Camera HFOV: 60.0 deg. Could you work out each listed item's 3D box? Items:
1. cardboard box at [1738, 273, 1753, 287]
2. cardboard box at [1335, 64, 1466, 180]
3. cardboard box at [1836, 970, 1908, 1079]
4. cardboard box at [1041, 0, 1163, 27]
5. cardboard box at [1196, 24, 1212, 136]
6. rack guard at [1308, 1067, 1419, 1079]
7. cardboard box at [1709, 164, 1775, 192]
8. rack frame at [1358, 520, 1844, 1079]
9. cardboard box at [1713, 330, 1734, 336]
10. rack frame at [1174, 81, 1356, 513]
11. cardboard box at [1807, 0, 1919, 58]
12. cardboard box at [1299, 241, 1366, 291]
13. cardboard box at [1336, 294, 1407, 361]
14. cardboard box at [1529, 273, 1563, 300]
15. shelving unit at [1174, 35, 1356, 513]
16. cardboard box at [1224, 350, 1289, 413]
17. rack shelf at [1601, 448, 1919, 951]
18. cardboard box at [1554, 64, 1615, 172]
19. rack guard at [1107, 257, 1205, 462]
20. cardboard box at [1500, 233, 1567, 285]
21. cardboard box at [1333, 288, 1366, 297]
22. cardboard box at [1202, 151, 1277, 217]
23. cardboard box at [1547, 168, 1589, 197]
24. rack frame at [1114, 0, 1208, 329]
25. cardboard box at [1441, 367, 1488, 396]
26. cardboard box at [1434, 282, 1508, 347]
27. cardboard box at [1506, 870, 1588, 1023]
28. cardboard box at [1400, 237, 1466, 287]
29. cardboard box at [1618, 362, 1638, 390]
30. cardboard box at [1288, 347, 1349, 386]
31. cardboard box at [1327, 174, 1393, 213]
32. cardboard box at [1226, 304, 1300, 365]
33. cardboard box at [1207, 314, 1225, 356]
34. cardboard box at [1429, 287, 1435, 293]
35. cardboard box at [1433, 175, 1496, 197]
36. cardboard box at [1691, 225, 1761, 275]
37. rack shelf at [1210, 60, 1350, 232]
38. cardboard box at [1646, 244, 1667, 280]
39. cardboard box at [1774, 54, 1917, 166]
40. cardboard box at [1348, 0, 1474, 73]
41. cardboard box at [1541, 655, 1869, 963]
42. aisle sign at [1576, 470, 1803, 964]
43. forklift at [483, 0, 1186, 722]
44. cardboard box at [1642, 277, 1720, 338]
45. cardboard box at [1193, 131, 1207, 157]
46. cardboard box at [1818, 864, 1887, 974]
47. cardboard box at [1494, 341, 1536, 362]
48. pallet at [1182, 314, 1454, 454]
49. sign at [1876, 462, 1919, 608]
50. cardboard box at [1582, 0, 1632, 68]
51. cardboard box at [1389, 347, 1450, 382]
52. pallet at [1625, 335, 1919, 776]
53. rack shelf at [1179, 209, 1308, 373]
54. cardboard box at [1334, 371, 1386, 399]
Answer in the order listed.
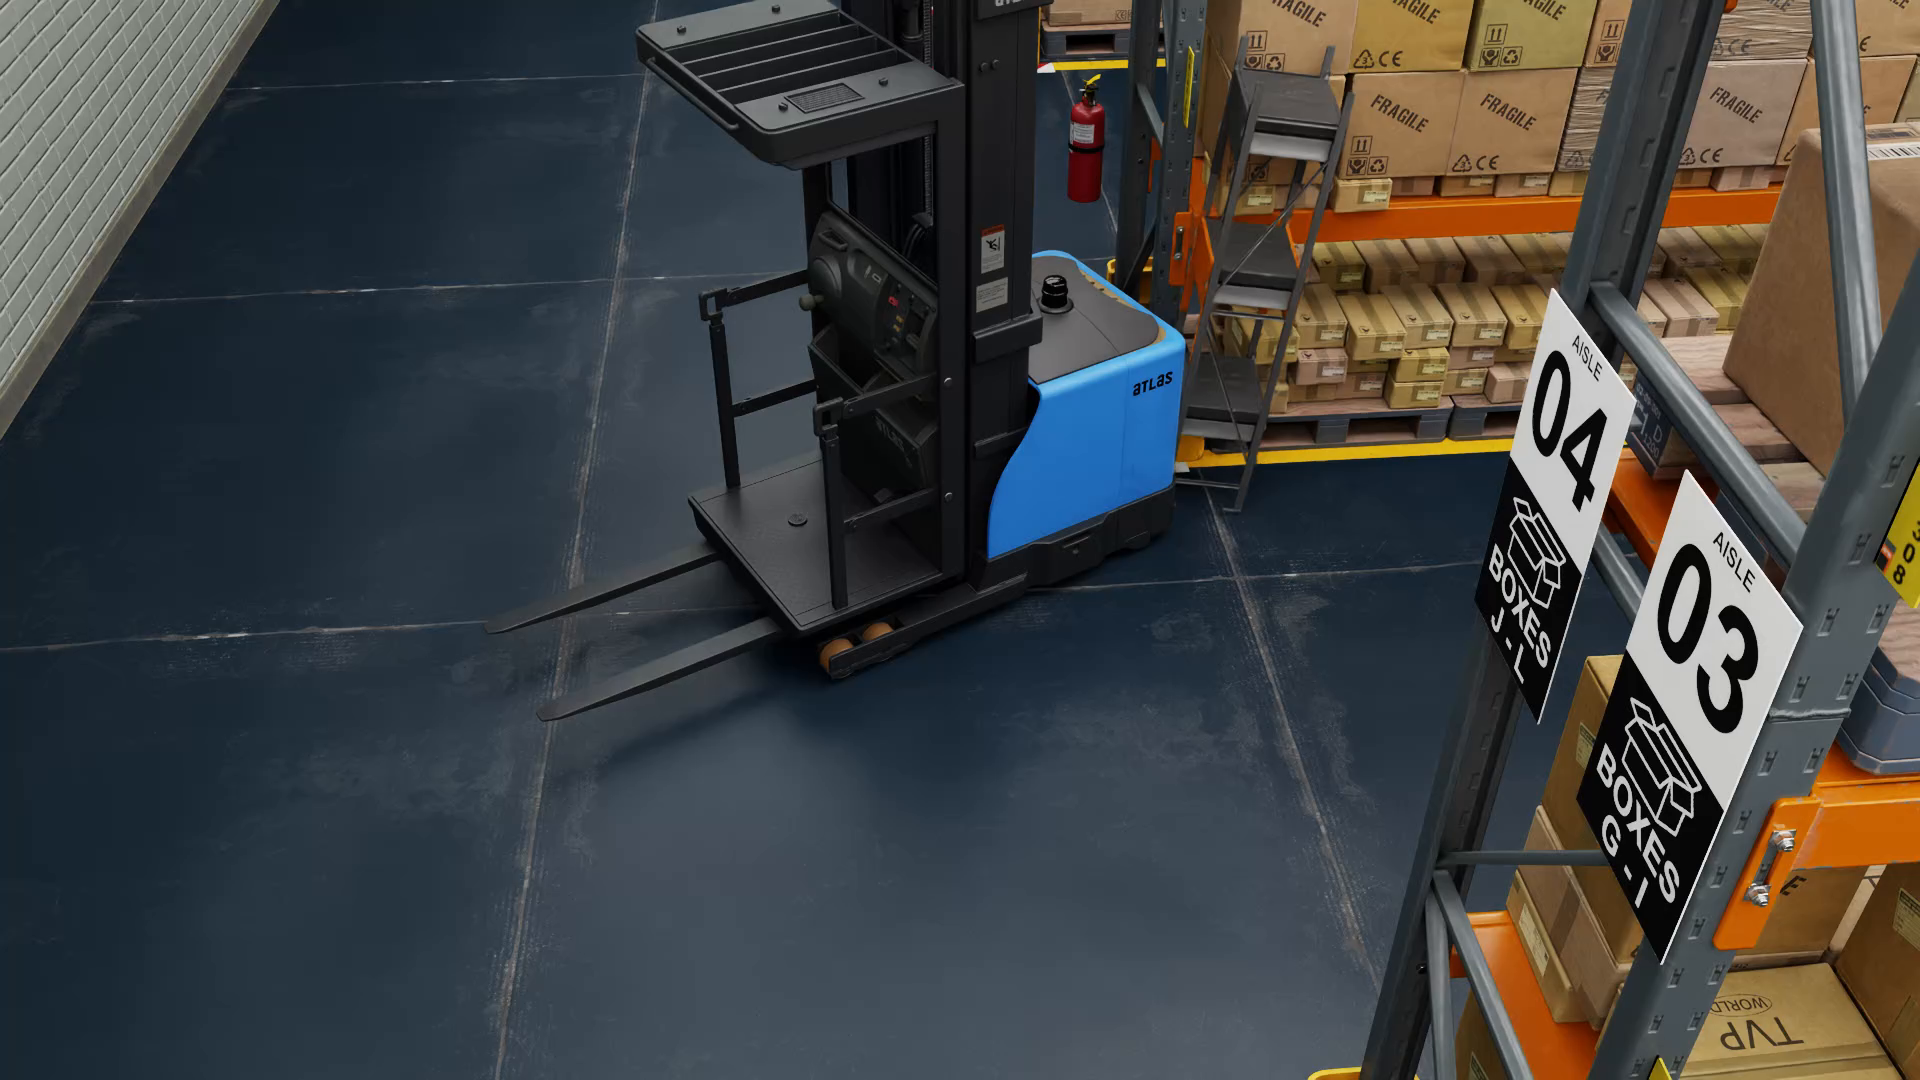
[{"bbox_3d":[4.076,-1.181,8.308,0.250,0.149,0.380,-3,38,-4],"label":"cardboard box"},{"bbox_3d":[1.924,-1.975,7.510,0.500,0.500,0.500,-3,38,-4],"label":"cardboard box"},{"bbox_3d":[2.279,1.196,3.693,0.500,0.250,0.500,-4,38,-5],"label":"cardboard box"},{"bbox_3d":[1.031,-4.225,12.413,0.875,0.438,0.875,-4,38,-6],"label":"cardboard box"},{"bbox_3d":[1.346,-2.259,7.870,0.500,0.500,0.500,-2,38,-3],"label":"cardboard box"},{"bbox_3d":[1.236,2.129,4.648,0.348,0.500,1.175,-3,38,-4],"label":"rack guard"},{"bbox_3d":[3.596,-1.789,7.798,0.250,0.149,0.380,-5,39,-6],"label":"cardboard box"},{"bbox_3d":[1.260,1.146,3.876,0.127,3.000,1.000,-3,38,-4],"label":"rack frame"},{"bbox_3d":[3.828,-1.087,8.428,0.250,0.149,0.380,-3,38,-4],"label":"cardboard box"},{"bbox_3d":[1.252,-0.971,7.231,0.400,2.100,0.015,6,38,-3],"label":"rack frame"},{"bbox_3d":[3.947,-2.463,7.322,0.500,0.500,0.500,-4,38,-5],"label":"cardboard box"},{"bbox_3d":[1.928,-1.455,8.655,0.250,0.149,0.380,-4,38,-5],"label":"cardboard box"},{"bbox_3d":[1.999,-1.042,8.131,0.250,0.149,0.380,-3,38,-4],"label":"cardboard box"},{"bbox_3d":[3.024,-1.175,8.300,0.250,0.149,0.380,-3,38,-4],"label":"cardboard box"},{"bbox_3d":[1.255,-1.122,7.423,0.431,2.100,0.503,6,38,-3],"label":"shelving unit"},{"bbox_3d":[1.471,-0.796,8.300,0.250,0.149,0.380,-2,38,-3],"label":"cardboard box"},{"bbox_3d":[3.252,0.141,3.308,4.000,0.370,1.077,-3,38,-4],"label":"rack shelf"},{"bbox_3d":[2.920,-2.026,7.575,0.500,0.500,0.500,-4,38,-5],"label":"cardboard box"},{"bbox_3d":[0.997,-0.942,8.541,0.348,0.500,1.175,-3,38,-4],"label":"rack guard"},{"bbox_3d":[2.985,-1.457,8.657,0.250,0.149,0.380,-3,38,-4],"label":"cardboard box"},{"bbox_3d":[1.939,-1.317,8.719,0.250,0.149,0.380,-5,39,-6],"label":"cardboard box"},{"bbox_3d":[1.273,-1.636,7.605,0.250,0.149,0.380,-3,38,-4],"label":"cardboard box"},{"bbox_3d":[2.822,-1.753,7.753,0.250,0.149,0.380,-2,38,-2],"label":"cardboard box"},{"bbox_3d":[0.921,-1.919,7.761,0.127,3.000,1.000,-3,38,-4],"label":"rack frame"},{"bbox_3d":[2.482,-0.898,8.429,0.250,0.149,0.380,-3,38,-4],"label":"cardboard box"},{"bbox_3d":[2.516,-1.116,8.225,0.250,0.149,0.380,-2,38,-2],"label":"cardboard box"},{"bbox_3d":[1.585,1.022,4.236,0.250,0.149,0.380,-2,38,-3],"label":"cardboard box"},{"bbox_3d":[2.454,-1.479,8.685,0.250,0.149,0.380,-2,38,-2],"label":"cardboard box"},{"bbox_3d":[3.248,-0.923,8.461,0.250,0.149,0.380,-2,38,-3],"label":"cardboard box"},{"bbox_3d":[1.744,-0.932,8.233,0.250,0.149,0.380,-3,38,-4],"label":"cardboard box"},{"bbox_3d":[1.795,-1.658,7.632,0.250,0.149,0.380,-4,38,-5],"label":"cardboard box"},{"bbox_3d":[1.473,-1.018,8.101,0.250,0.149,0.380,-5,39,-6],"label":"cardboard box"},{"bbox_3d":[1.427,-1.123,8.714,0.250,0.149,0.380,-3,38,-3],"label":"cardboard box"},{"bbox_3d":[2.454,-1.353,8.765,0.250,0.149,0.380,-3,38,-3],"label":"cardboard box"},{"bbox_3d":[2.314,-1.756,7.757,0.250,0.149,0.380,-4,38,-4],"label":"cardboard box"},{"bbox_3d":[4.017,-1.504,8.717,0.250,0.149,0.380,-4,38,-5],"label":"cardboard box"},{"bbox_3d":[1.334,-1.658,7.002,0.431,0.518,0.480,6,38,-3],"label":"rack shelf"},{"bbox_3d":[3.498,-1.512,8.727,0.250,0.149,0.380,-2,38,-3],"label":"cardboard box"},{"bbox_3d":[3.931,-2.066,7.626,0.500,0.500,0.500,-4,38,-5],"label":"cardboard box"},{"bbox_3d":[1.894,-2.360,7.192,0.500,0.500,0.500,-2,38,-3],"label":"cardboard box"},{"bbox_3d":[1.722,0.605,3.837,0.500,0.500,0.500,-3,38,-3],"label":"cardboard box"},{"bbox_3d":[1.215,0.315,2.831,0.004,0.787,0.394,-3,38,-4],"label":"aisle sign"},{"bbox_3d":[-0.532,-0.943,6.579,3.031,2.935,1.130,-21,43,-25],"label":"forklift"},{"bbox_3d":[3.549,-1.144,8.260,0.250,0.149,0.380,-5,39,-6],"label":"cardboard box"},{"bbox_3d":[1.221,-2.013,8.083,0.250,0.149,0.380,-3,38,-4],"label":"cardboard box"},{"bbox_3d":[2.224,0.871,4.106,0.500,0.250,0.500,-4,38,-5],"label":"cardboard box"},{"bbox_3d":[2.767,-1.061,8.396,0.250,0.149,0.380,-1,38,-2],"label":"cardboard box"},{"bbox_3d":[1.809,-0.852,8.659,1.213,0.211,1.003,-3,38,-4],"label":"pallet"},{"bbox_3d":[1.303,-0.063,2.217,0.005,0.325,0.100,-3,38,-4],"label":"sign"},{"bbox_3d":[2.921,-2.405,7.249,0.500,0.500,0.500,-4,38,-5],"label":"cardboard box"},{"bbox_3d":[2.245,-0.948,8.252,0.250,0.149,0.380,-2,38,-3],"label":"cardboard box"},{"bbox_3d":[1.998,-0.044,3.034,1.213,0.211,1.003,-3,38,-4],"label":"pallet"},{"bbox_3d":[1.254,-1.111,7.432,0.431,0.518,0.480,6,38,-3],"label":"rack shelf"},{"bbox_3d":[1.972,-0.879,8.405,0.250,0.149,0.380,-3,38,-3],"label":"cardboard box"}]
